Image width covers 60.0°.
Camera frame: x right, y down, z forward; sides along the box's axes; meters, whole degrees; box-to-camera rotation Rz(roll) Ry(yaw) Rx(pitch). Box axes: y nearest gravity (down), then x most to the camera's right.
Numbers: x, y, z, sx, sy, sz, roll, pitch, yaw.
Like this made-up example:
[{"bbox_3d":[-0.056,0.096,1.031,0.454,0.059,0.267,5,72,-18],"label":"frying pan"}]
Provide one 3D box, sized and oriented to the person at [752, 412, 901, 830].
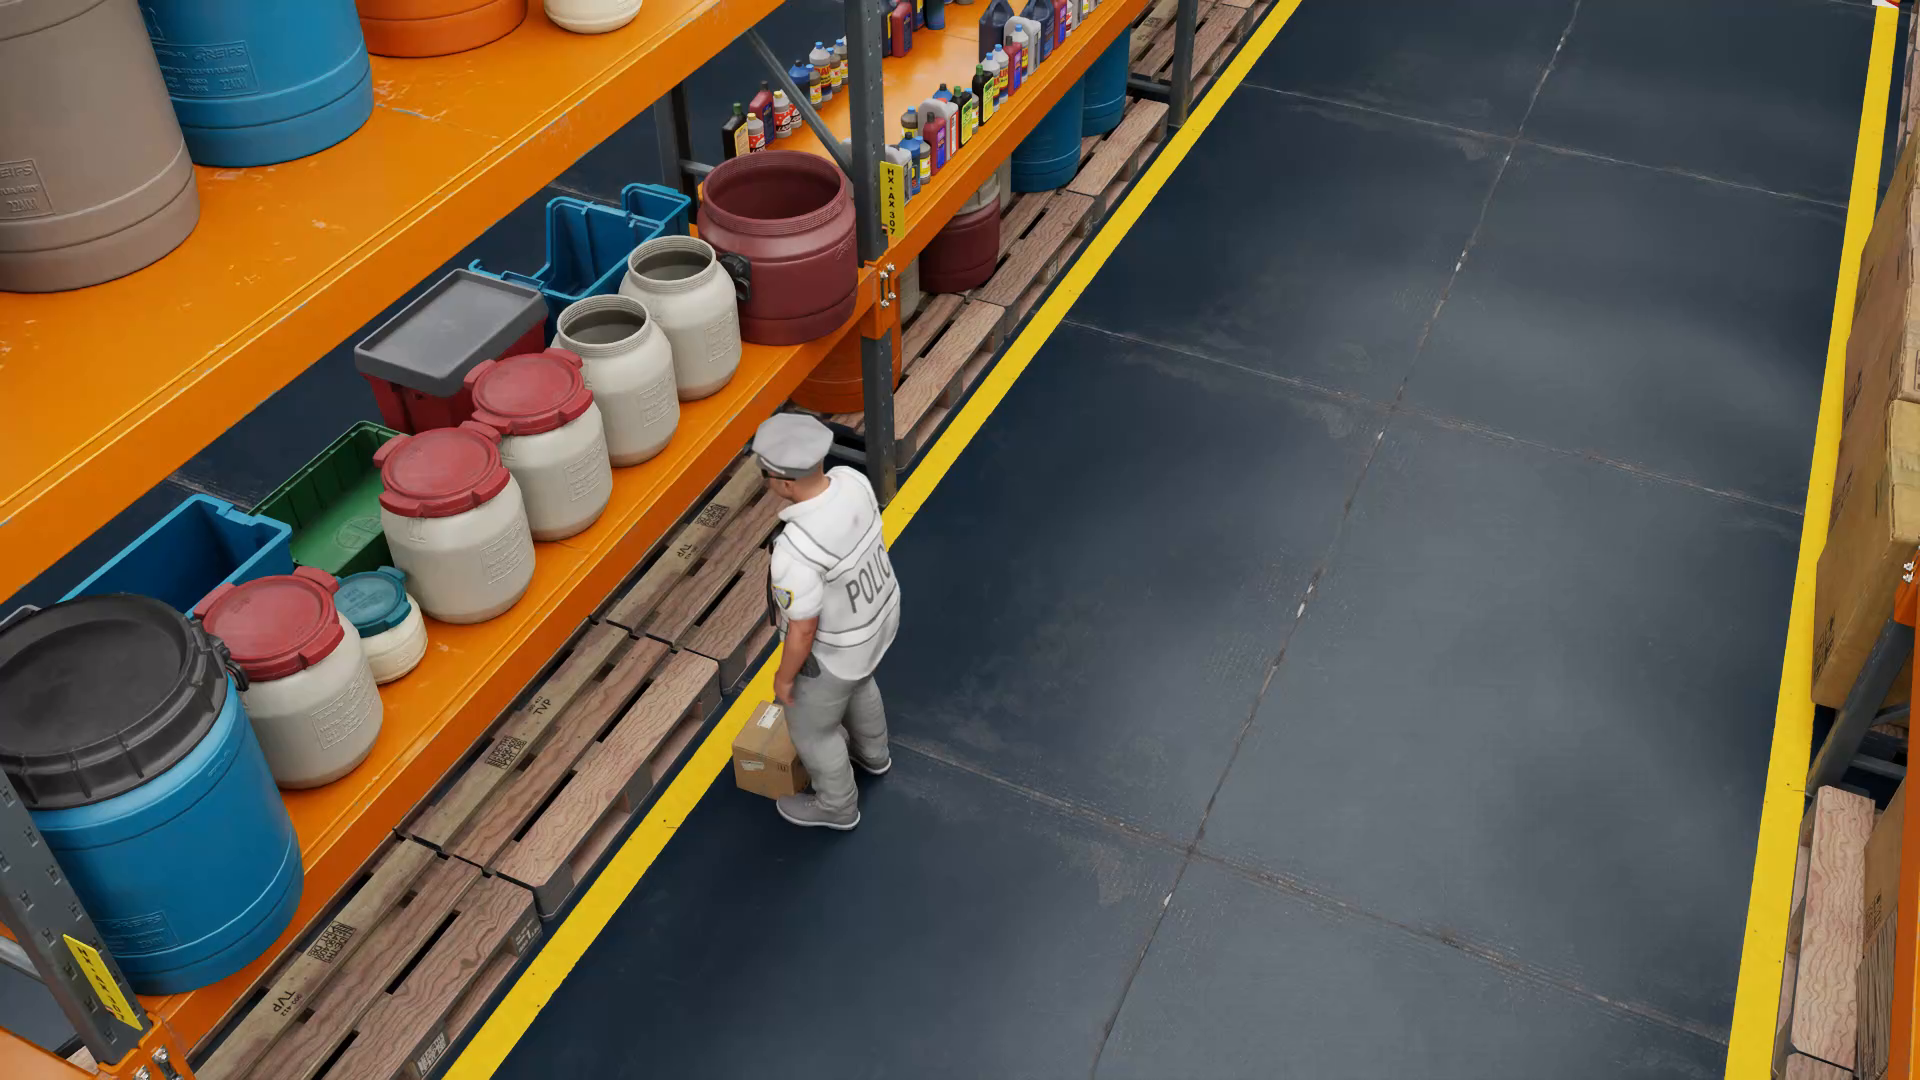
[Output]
[{"bbox_3d":[-0.444,0.323,5.791,0.432,1.748,0.585,17,45,18],"label":"person"}]
